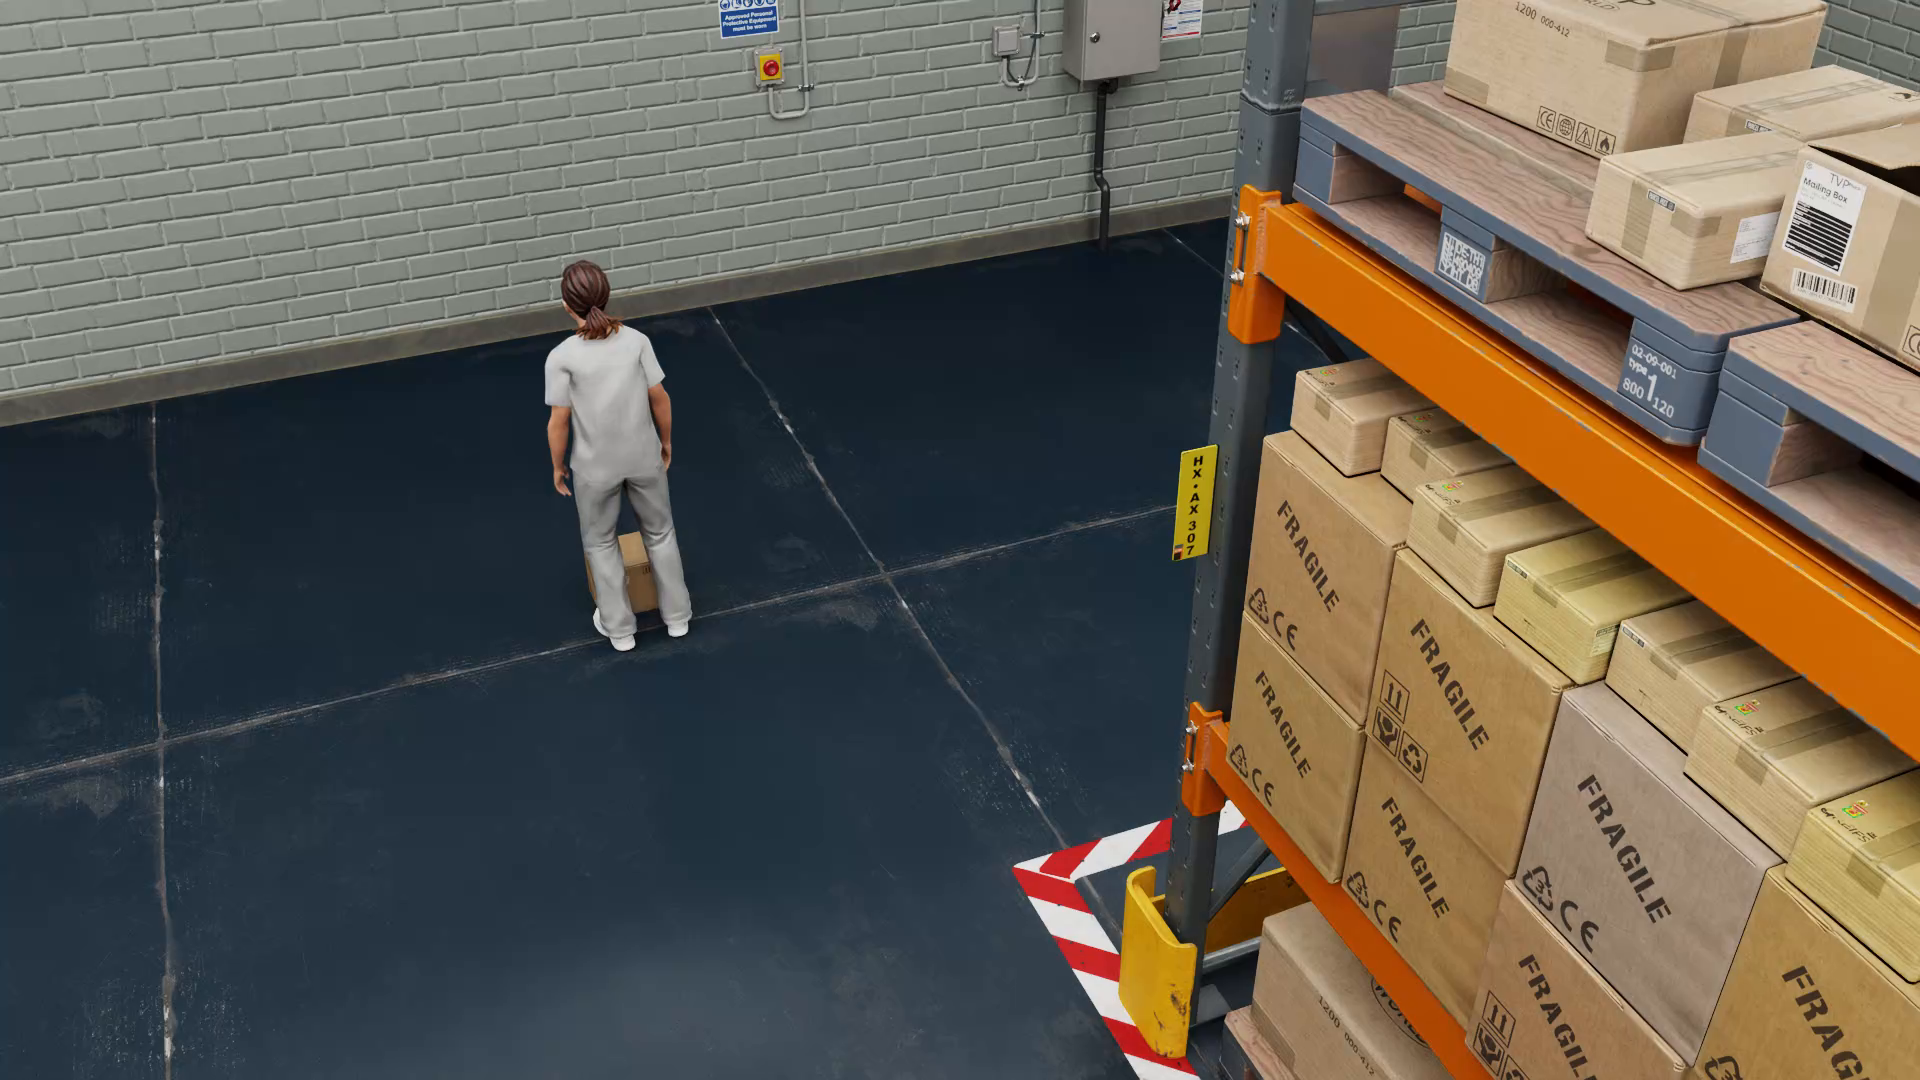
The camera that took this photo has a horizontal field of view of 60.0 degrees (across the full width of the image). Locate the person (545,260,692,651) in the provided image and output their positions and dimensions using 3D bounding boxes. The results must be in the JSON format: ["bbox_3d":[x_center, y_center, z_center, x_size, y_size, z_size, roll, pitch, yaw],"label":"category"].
[{"bbox_3d":[-1.365,-0.312,6.612,0.511,1.673,0.353,-15,36,-21],"label":"person"}]
